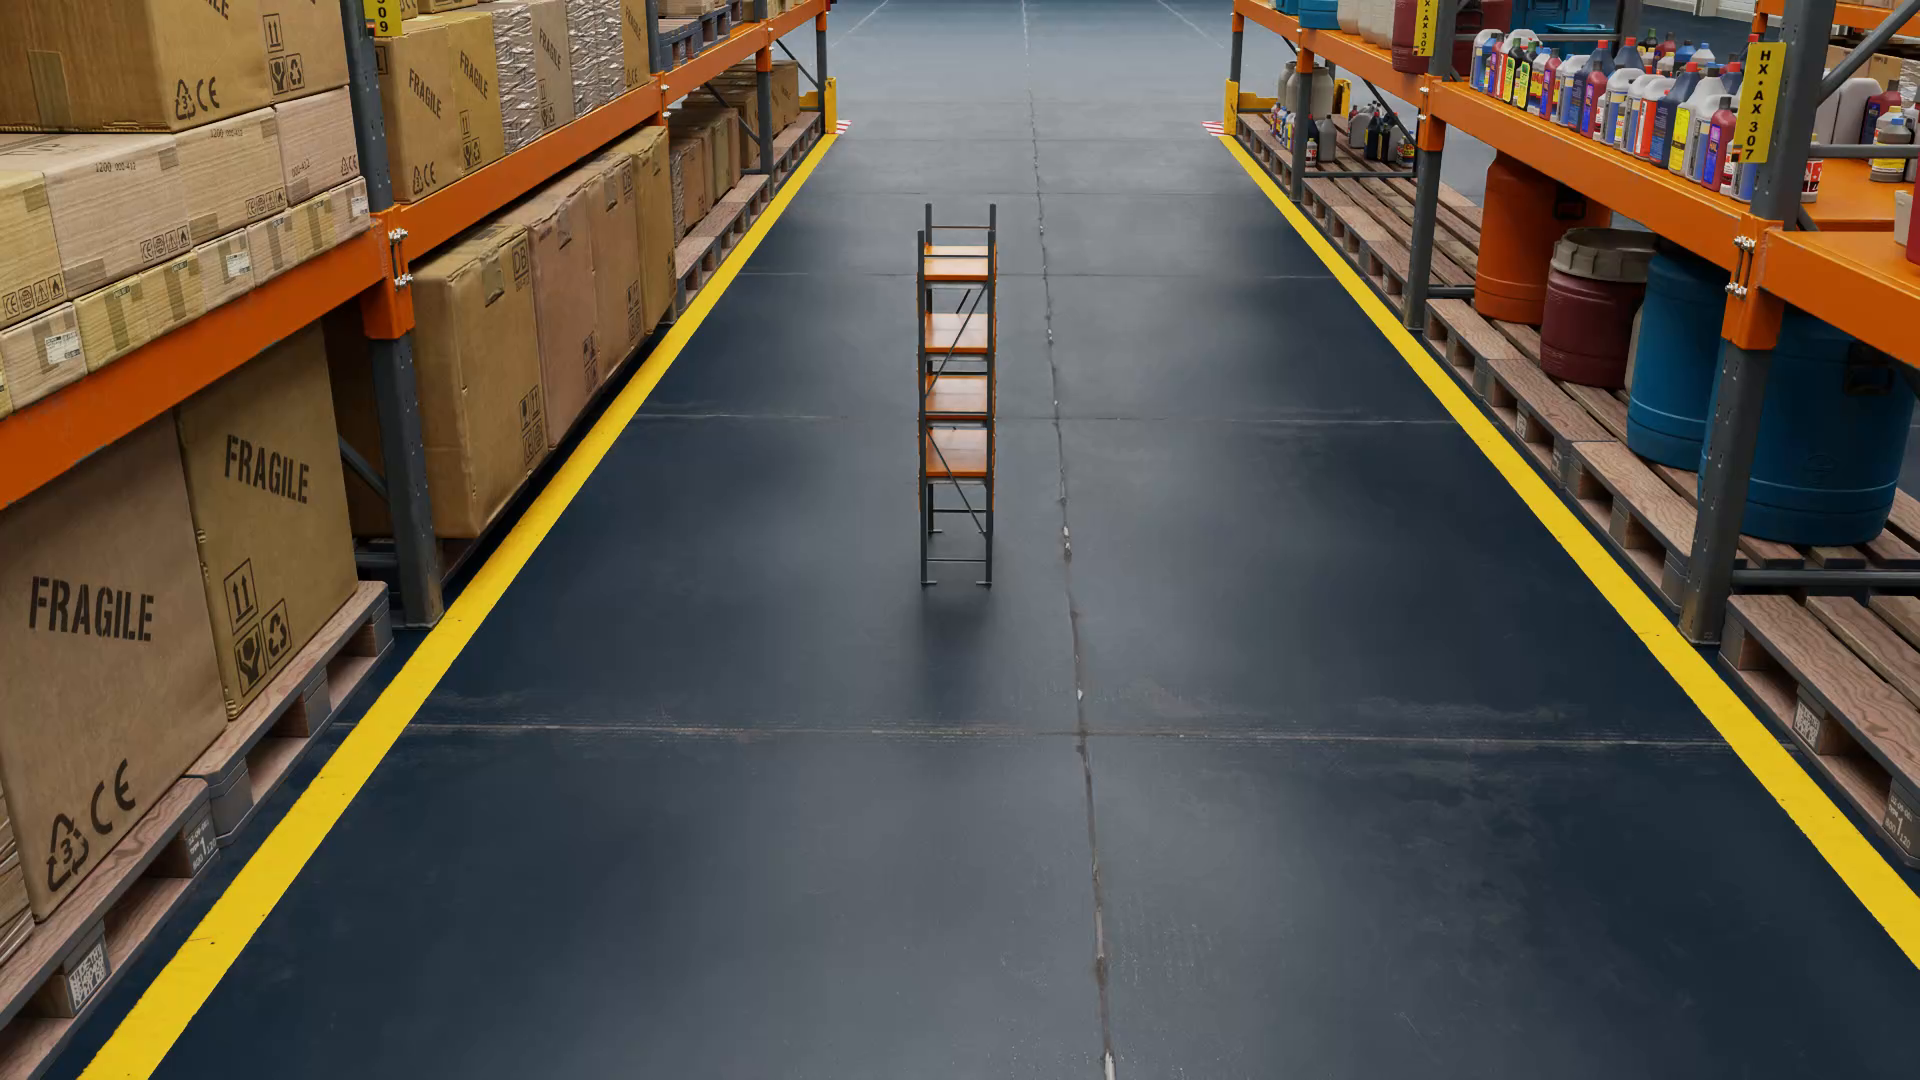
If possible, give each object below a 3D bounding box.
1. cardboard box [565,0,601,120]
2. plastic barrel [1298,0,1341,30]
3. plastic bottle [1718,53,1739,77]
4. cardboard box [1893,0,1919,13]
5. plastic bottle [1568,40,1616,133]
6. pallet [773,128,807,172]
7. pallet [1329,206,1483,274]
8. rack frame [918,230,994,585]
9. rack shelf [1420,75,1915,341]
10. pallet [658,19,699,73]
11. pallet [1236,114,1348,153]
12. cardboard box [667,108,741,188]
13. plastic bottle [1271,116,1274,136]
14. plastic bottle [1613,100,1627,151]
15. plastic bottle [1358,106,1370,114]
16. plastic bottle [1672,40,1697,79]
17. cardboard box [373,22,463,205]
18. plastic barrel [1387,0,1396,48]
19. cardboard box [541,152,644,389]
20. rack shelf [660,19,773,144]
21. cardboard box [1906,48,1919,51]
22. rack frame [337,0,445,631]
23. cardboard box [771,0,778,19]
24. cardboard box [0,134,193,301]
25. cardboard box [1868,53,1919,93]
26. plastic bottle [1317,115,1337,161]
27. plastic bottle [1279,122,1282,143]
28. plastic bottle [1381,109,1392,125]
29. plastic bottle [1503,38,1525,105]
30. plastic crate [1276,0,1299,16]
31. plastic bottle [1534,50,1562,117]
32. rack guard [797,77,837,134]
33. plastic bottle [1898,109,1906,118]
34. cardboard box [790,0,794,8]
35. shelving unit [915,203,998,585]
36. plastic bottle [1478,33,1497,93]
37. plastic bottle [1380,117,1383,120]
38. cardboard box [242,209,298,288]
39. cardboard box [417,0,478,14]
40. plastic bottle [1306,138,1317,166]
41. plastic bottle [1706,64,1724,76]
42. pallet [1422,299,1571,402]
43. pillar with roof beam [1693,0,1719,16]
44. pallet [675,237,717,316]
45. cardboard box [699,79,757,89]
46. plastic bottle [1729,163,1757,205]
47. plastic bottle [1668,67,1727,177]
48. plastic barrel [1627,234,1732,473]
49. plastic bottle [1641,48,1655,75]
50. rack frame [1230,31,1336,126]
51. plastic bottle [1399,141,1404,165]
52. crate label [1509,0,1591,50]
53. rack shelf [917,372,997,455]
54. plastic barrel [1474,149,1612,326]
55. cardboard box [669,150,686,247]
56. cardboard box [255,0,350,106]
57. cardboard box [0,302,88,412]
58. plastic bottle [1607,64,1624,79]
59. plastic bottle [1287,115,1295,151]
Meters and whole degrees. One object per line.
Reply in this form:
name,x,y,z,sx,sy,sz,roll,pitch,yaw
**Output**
cardboard box,-1.853,-2.081,7.107,0.500,0.500,0.500,0,21,0
plastic barrel,2.705,-4.073,11.685,0.600,0.901,0.708,1,21,2
plastic bottle,3.128,-1.845,6.799,0.061,0.283,0.133,1,21,2
cardboard box,8.007,-4.499,13.338,0.700,0.500,0.500,1,21,2
plastic bottle,2.511,-1.794,6.574,0.144,0.351,0.185,1,21,2
pallet,-1.911,-3.415,14.539,1.003,0.211,1.213,1,21,2
pallet,3.000,-1.949,10.759,1.003,0.211,1.213,1,21,2
rack frame,-0.012,-0.411,5.430,0.240,1.200,0.015,1,21,2
rack shelf,2.837,-1.470,6.666,1.077,0.370,4.000,1,21,2
pallet,-2.137,-2.753,9.242,1.213,0.211,1.003,1,21,2
pallet,3.156,-3.800,15.530,1.003,0.211,1.213,1,21,2
cardboard box,-1.971,-2.848,12.069,0.700,0.500,0.500,-1,21,-3
plastic bottle,2.772,-3.632,14.504,0.097,0.201,0.097,0,21,0
plastic bottle,2.472,-1.541,6.130,0.097,0.201,0.097,0,21,0
plastic bottle,3.489,-3.597,14.310,0.152,0.276,0.135,1,21,2
plastic bottle,3.278,-2.123,7.531,0.097,0.271,0.097,0,21,0
cardboard box,-1.910,-1.347,5.217,0.500,0.500,0.500,1,21,2
plastic barrel,2.729,-3.108,9.737,0.421,0.512,0.421,0,21,0
cardboard box,-2.129,-1.217,7.376,1.225,0.875,0.875,1,21,2
rack shelf,-1.992,-2.971,10.534,1.077,0.370,4.000,1,21,2
cardboard box,8.341,-3.889,14.090,0.500,0.500,0.500,1,21,2
rack frame,-2.174,-1.137,4.813,1.000,3.000,0.127,1,21,2
cardboard box,-1.603,-4.077,12.738,0.380,0.149,0.250,1,21,2
cardboard box,-1.954,-0.672,3.410,0.500,0.250,0.500,1,21,3
cardboard box,7.805,-3.714,13.639,0.500,0.500,0.500,1,21,2
plastic bottle,2.895,-3.180,13.131,0.144,0.351,0.185,1,21,2
plastic bottle,2.758,-3.474,14.096,0.097,0.201,0.097,0,21,0
plastic bottle,3.465,-3.301,13.443,0.144,0.351,0.185,0,21,-1
plastic bottle,2.498,-2.106,7.472,0.061,0.283,0.133,1,21,2
plastic crate,2.782,-4.309,13.193,0.499,0.251,0.616,1,21,2
plastic bottle,2.503,-1.940,7.061,0.097,0.271,0.097,0,21,0
rack guard,-1.811,-4.283,16.377,1.175,0.500,0.348,1,21,2
plastic bottle,3.216,-1.362,5.668,0.097,0.201,0.097,0,21,0
cardboard box,-1.591,-4.530,13.903,0.380,0.149,0.250,1,21,2
shelving unit,-0.005,-0.500,5.658,0.258,1.200,0.503,1,21,2
plastic bottle,2.531,-2.274,7.922,0.097,0.271,0.097,0,21,0
plastic bottle,3.432,-3.318,13.596,0.097,0.271,0.097,0,21,0
cardboard box,-1.872,-0.720,4.086,0.380,0.149,0.250,0,21,1
cardboard box,-2.130,-2.131,5.848,0.797,0.503,0.637,1,21,2
plastic bottle,2.719,-3.010,12.901,0.097,0.201,0.097,0,21,0
plastic bottle,3.266,-1.949,7.181,0.097,0.201,0.097,0,21,0
pallet,2.916,-0.943,8.169,1.003,0.211,1.213,1,21,2
pillar with roof beam,10.132,-14.402,30.707,9.100,9.000,0.400,1,21,2
pallet,-2.027,-1.566,9.773,1.003,0.211,1.213,1,21,2
cardboard box,-1.928,-3.637,14.130,0.500,0.500,0.500,-1,21,-3
plastic bottle,2.465,-1.171,5.071,0.152,0.276,0.135,1,21,2
plastic bottle,2.477,-1.396,5.547,0.144,0.351,0.185,1,21,2
plastic barrel,2.832,-0.753,6.143,0.600,0.901,0.708,1,21,2
plastic bottle,3.291,-2.244,7.940,0.097,0.201,0.097,0,21,0
rack frame,3.142,-5.421,15.855,1.000,3.000,0.127,1,21,2
plastic bottle,3.471,-3.023,12.933,0.097,0.201,0.097,0,21,0
crate label,3.199,-2.902,9.312,0.502,0.435,0.616,1,21,2
rack shelf,-0.005,-0.437,5.682,0.258,0.148,0.480,1,21,2
plastic barrel,2.900,-1.536,8.260,0.600,0.830,0.708,1,21,2
cardboard box,-2.048,-2.066,10.055,0.700,0.500,0.500,-1,21,-3
cardboard box,-1.921,-1.386,4.215,0.500,0.500,0.500,1,21,3
cardboard box,-1.903,-0.350,3.130,0.380,0.149,0.250,1,21,3
plastic bottle,2.544,-1.706,6.456,0.097,0.271,0.097,0,21,0
plastic bottle,2.767,-3.368,13.615,0.144,0.351,0.185,1,21,1
